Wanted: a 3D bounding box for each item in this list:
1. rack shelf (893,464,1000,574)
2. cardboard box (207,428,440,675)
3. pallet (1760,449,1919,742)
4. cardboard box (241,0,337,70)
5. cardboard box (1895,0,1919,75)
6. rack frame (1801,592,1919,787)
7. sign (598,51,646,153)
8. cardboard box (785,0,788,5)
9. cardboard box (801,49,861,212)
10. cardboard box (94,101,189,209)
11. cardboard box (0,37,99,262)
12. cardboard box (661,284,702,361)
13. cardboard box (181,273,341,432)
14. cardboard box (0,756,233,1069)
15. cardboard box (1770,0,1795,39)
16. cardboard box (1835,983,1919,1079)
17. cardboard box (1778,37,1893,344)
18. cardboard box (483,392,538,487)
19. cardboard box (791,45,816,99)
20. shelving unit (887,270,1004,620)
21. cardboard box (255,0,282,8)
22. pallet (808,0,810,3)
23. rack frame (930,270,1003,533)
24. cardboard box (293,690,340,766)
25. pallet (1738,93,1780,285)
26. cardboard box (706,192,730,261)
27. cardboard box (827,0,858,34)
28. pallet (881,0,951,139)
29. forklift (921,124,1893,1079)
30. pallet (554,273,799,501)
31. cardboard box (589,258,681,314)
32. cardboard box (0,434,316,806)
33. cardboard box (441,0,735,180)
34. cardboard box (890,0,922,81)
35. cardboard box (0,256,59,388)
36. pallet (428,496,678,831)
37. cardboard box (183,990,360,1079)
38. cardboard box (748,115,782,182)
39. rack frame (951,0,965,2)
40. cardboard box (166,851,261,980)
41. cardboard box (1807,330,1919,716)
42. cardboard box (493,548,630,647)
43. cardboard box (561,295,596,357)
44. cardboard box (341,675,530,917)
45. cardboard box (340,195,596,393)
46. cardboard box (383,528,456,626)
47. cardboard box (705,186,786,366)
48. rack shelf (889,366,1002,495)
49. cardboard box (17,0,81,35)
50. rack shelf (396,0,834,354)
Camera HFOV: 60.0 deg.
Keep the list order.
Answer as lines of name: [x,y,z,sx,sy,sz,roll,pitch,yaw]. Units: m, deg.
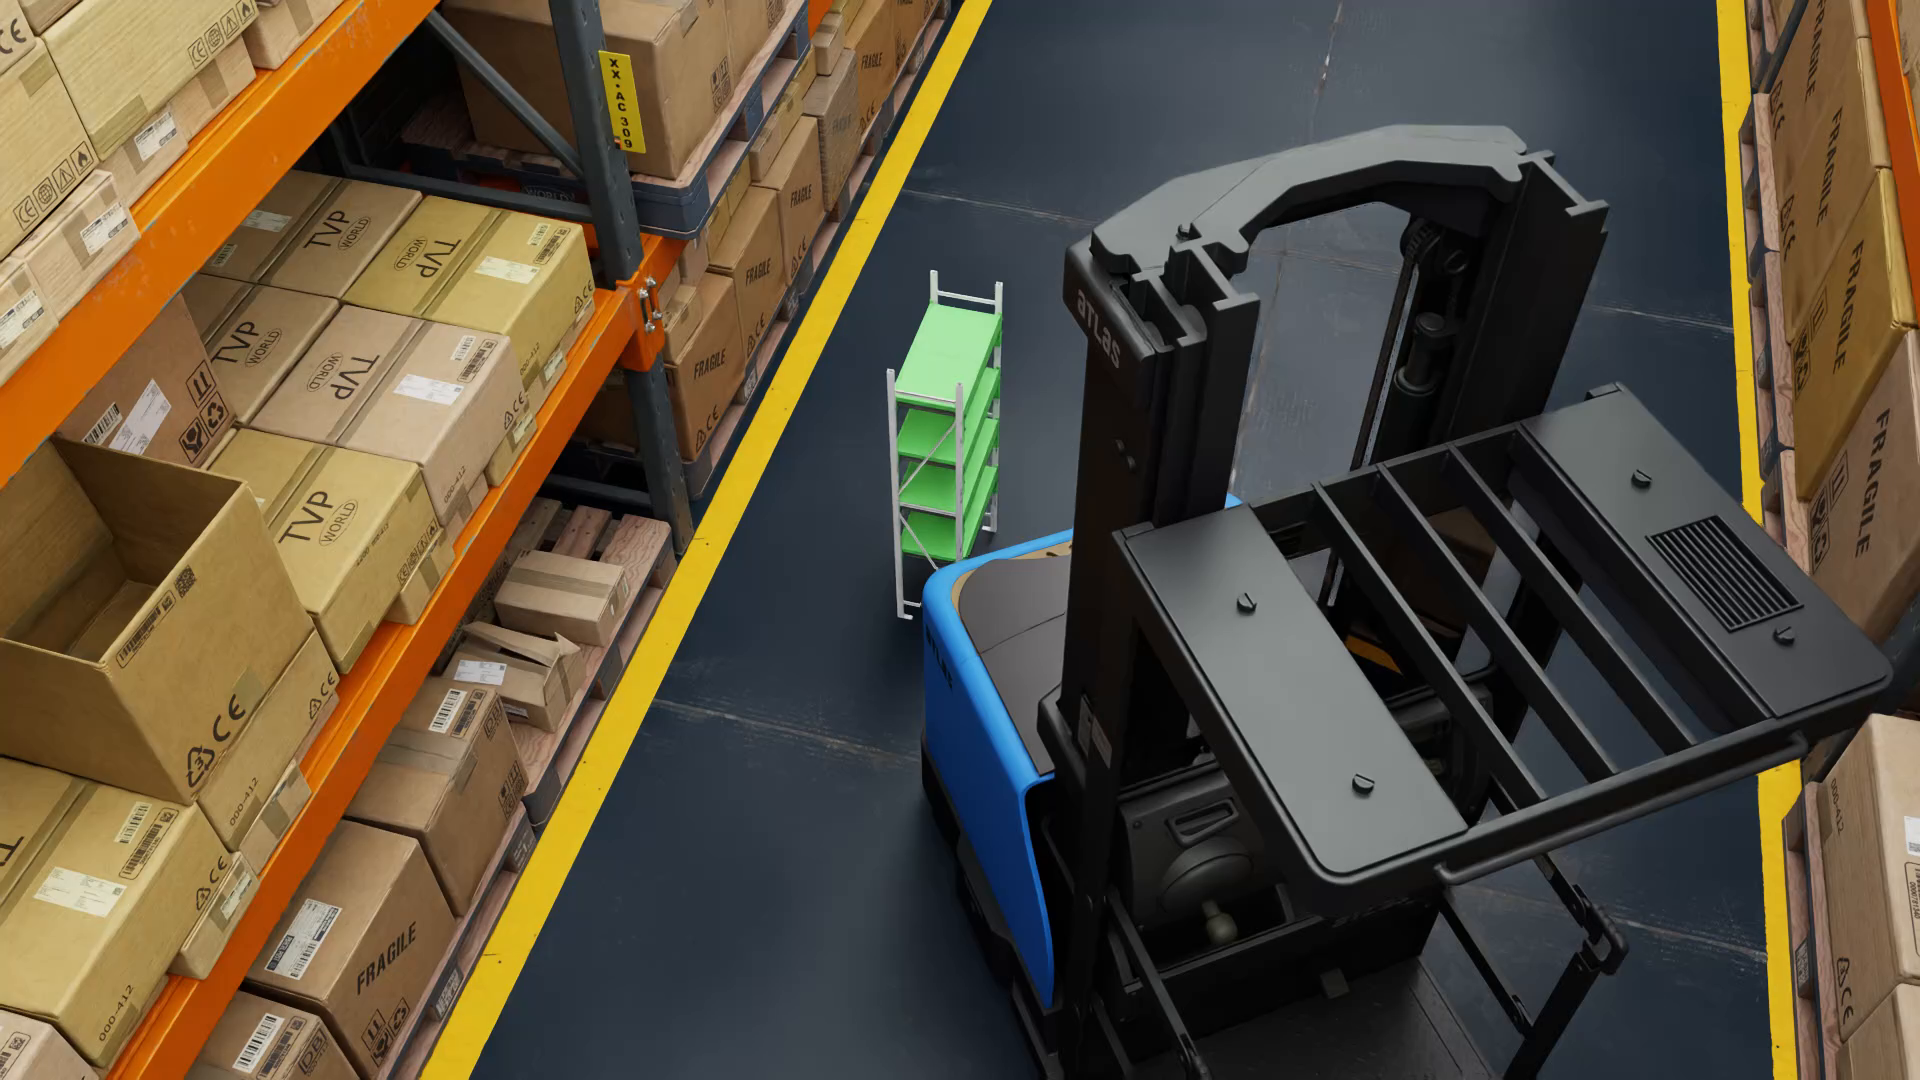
rack shelf: [-0.044,-0.076,5.922,0.258,0.148,0.480,12,50,10]
cardboard box: [-1.659,0.020,4.133,0.500,0.250,0.500,11,50,10]
pallet: [3.422,0.256,5.884,1.003,0.211,1.213,12,50,10]
cardboard box: [-1.524,-1.116,3.401,0.380,0.149,0.250,11,50,10]
cardboard box: [3.711,-1.880,6.009,0.500,0.250,0.500,13,50,11]
rack frame: [3.291,-0.094,4.332,1.000,3.000,0.127,12,50,10]
sign: [-0.973,-1.256,4.780,0.100,0.325,0.005,12,50,10]
cardboard box: [-0.763,-2.095,5.908,0.396,0.266,0.258,14,50,12]
cardboard box: [-0.745,-1.809,7.233,0.500,0.500,0.500,10,49,9]
cardboard box: [-1.683,-0.745,3.074,0.380,0.149,0.250,12,50,10]
cardboard box: [-1.796,-0.604,2.684,0.500,0.250,0.500,11,49,9]
cardboard box: [-1.147,-0.804,5.914,0.380,0.149,0.250,14,50,12]
cardboard box: [-2.015,-0.451,4.549,0.500,0.250,0.500,11,50,10]
cardboard box: [-1.909,0.766,3.475,0.500,0.250,0.500,11,49,9]
cardboard box: [4.502,-2.664,8.073,0.950,0.372,0.625,9,49,7]
cardboard box: [2.787,1.695,4.182,0.875,0.438,0.875,10,49,9]
cardboard box: [3.843,-1.296,6.530,0.875,0.875,0.875,12,50,10]
cardboard box: [-1.431,-0.322,4.701,0.380,0.149,0.250,13,50,11]
cardboard box: [-0.821,-1.962,6.936,0.380,0.149,0.250,12,50,10]
shelving unit: [-0.044,-0.277,5.694,0.258,1.200,0.503,12,50,10]
cardboard box: [-1.511,-1.336,3.329,0.500,0.250,0.500,10,49,9]
pallet: [-0.953,-2.493,6.578,1.003,0.211,1.213,12,50,10]
rack frame: [0.021,-0.454,5.850,0.240,1.200,0.015,12,50,10]
cardboard box: [-1.762,0.405,4.059,0.380,0.149,0.250,11,50,10]
pallet: [4.064,-1.509,7.441,1.003,0.211,1.213,12,50,10]
cardboard box: [-1.093,-1.208,6.270,0.380,0.149,0.250,9,49,8]
cardboard box: [-0.664,-2.336,7.265,0.380,0.149,0.250,11,49,9]
pallet: [-0.679,-2.509,8.324,1.003,0.211,1.213,12,50,10]
forklift: [0.882,0.732,3.649,1.130,2.935,3.031,-16,51,-14]
pallet: [-1.321,-0.744,6.766,1.003,0.211,1.213,12,50,10]
cardboard box: [-1.206,-0.915,5.813,0.380,0.149,0.250,11,49,9]
cardboard box: [-1.777,0.165,3.505,0.500,0.500,0.500,13,50,11]
cardboard box: [-1.155,-1.549,5.270,0.700,0.500,0.500,13,50,11]
cardboard box: [-0.491,-2.568,7.903,0.500,0.500,0.500,11,49,9]
cardboard box: [-1.746,-0.362,2.735,0.380,0.149,0.250,12,50,10]
pallet: [-1.680,0.348,5.802,1.003,0.211,1.213,12,50,10]
cardboard box: [-2.036,1.476,4.334,0.700,0.500,0.500,13,50,12]
cardboard box: [-0.932,-1.582,6.600,0.380,0.149,0.250,11,50,10]
rack frame: [-0.446,-3.964,7.748,1.000,3.000,0.127,12,50,10]
cardboard box: [-1.813,0.800,3.711,0.380,0.149,0.250,10,49,9]
cardboard box: [3.377,0.006,5.381,0.875,0.875,0.875,13,50,11]
cardboard box: [-1.362,0.194,5.699,0.380,0.149,0.250,10,49,9]
cardboard box: [-1.339,-0.707,5.041,0.380,0.149,0.250,12,50,11]
cardboard box: [-1.763,0.725,4.996,0.700,0.500,0.500,10,49,9]
cardboard box: [-1.397,-0.703,4.772,0.500,0.250,0.500,13,50,11]
cardboard box: [-1.567,0.053,4.370,0.380,0.149,0.250,11,49,9]
cardboard box: [-1.023,-1.075,6.586,0.500,0.500,0.500,11,49,10]
rack shelf: [-0.044,-0.394,5.562,0.258,0.148,0.480,12,50,10]
cardboard box: [-1.666,-1.132,2.816,0.500,0.250,0.500,12,50,11]
rack shelf: [-0.972,-2.280,6.741,1.077,0.370,4.000,12,50,10]
